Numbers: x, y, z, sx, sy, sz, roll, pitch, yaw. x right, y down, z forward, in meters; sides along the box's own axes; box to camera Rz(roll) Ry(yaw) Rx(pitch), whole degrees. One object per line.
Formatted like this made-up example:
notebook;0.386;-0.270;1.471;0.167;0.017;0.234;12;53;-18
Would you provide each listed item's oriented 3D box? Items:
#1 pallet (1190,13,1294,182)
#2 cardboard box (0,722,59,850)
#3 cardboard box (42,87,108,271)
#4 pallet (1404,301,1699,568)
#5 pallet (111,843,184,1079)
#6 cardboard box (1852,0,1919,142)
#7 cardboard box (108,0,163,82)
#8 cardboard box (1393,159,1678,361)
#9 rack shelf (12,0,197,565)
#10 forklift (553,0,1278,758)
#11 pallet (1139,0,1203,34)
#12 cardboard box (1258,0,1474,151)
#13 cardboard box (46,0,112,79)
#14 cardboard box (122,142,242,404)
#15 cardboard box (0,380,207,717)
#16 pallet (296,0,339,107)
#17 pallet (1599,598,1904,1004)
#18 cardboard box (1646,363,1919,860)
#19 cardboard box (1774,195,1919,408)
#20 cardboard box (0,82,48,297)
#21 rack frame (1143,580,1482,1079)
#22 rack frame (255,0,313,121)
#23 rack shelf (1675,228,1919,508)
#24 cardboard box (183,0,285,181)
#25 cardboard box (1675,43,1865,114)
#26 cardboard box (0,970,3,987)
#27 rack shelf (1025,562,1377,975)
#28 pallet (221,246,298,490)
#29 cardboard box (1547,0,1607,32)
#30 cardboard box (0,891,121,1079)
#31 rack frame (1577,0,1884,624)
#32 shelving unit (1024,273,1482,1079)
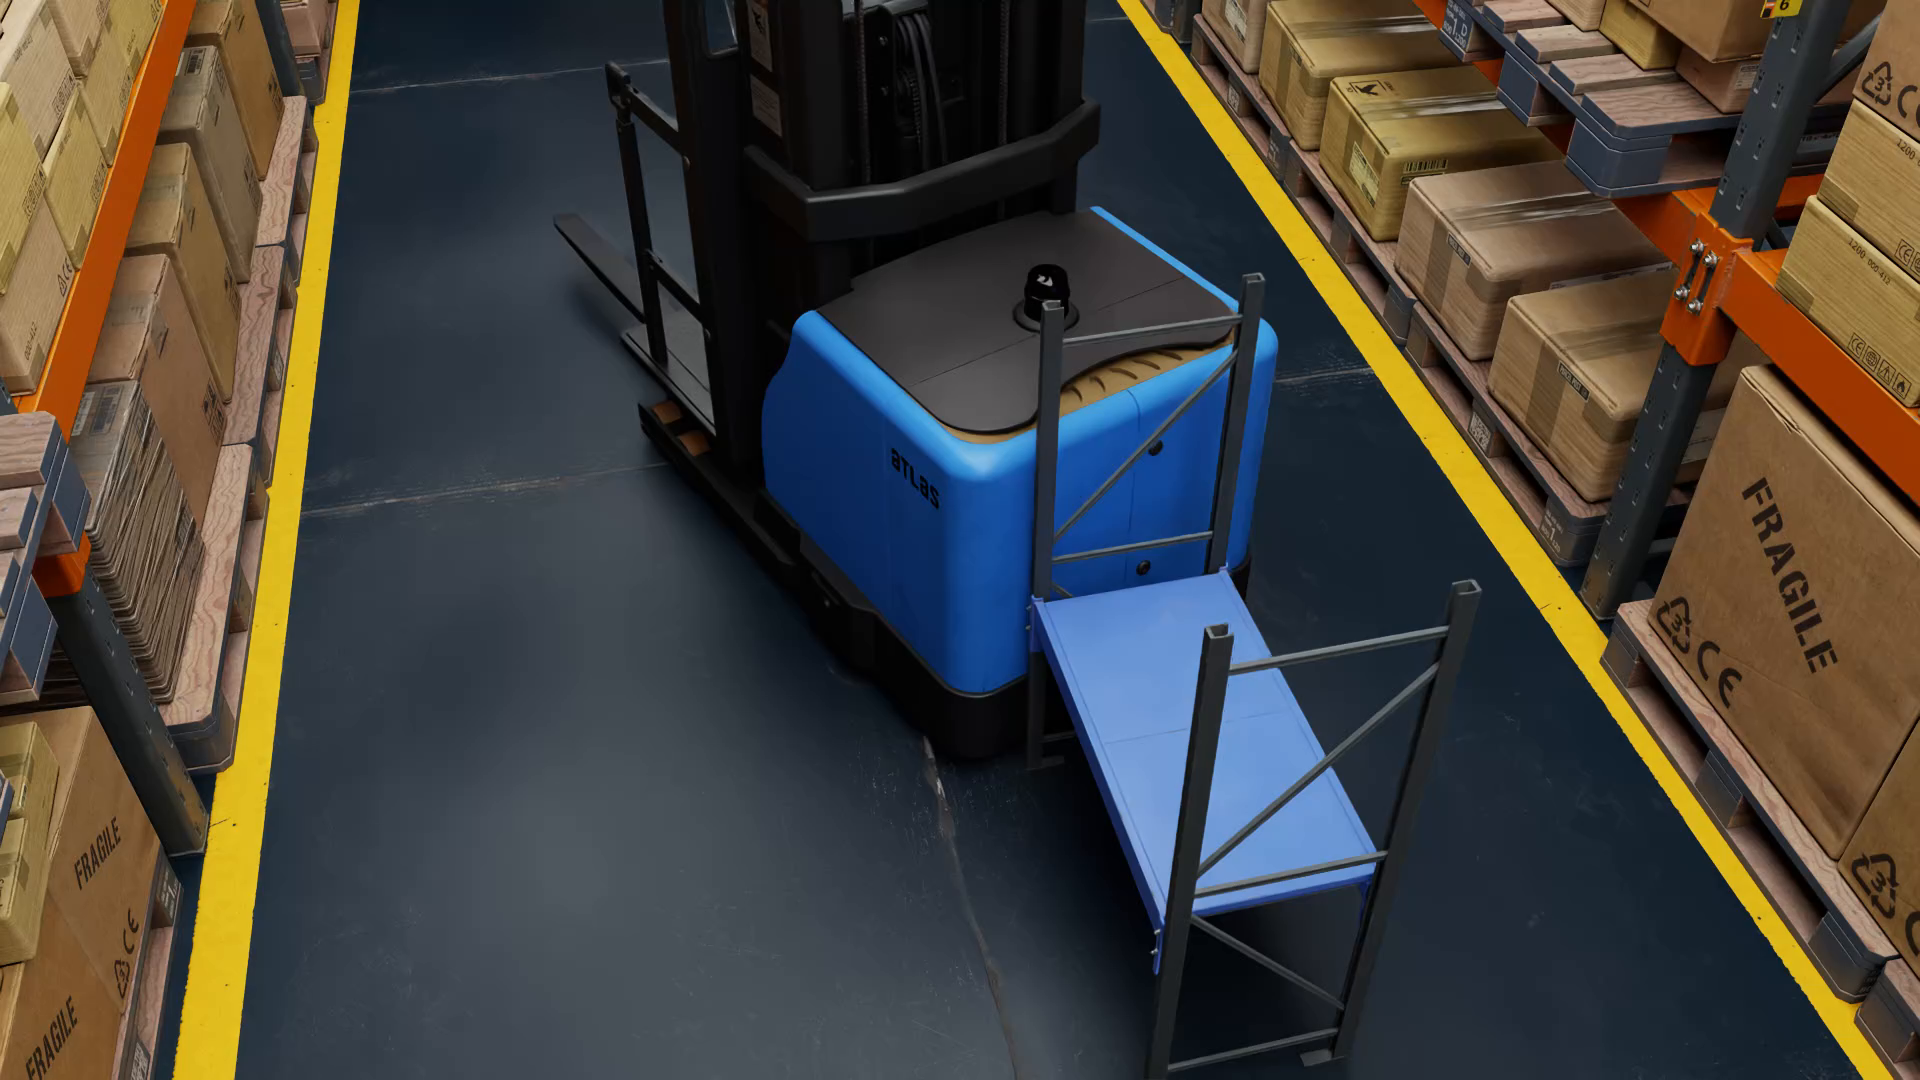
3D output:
pallet;1.686;-2.030;7.378;1.003;0.211;1.213;-8;42;-9
cardboard box;-2.112;0.548;3.451;0.380;0.149;0.250;-10;43;-11
cardboard box;-2.427;-0.864;4.077;0.500;0.250;0.500;-9;42;-10
pallet;2.213;-0.448;5.596;1.003;0.211;1.213;-8;42;-9
pallet;-2.342;1.261;3.670;1.003;0.211;1.213;-8;42;-9
cardboard box;2.248;-1.041;3.335;0.500;0.500;0.500;-10;43;-11
cardboard box;-2.655;-1.534;4.831;0.500;0.250;0.500;-7;42;-8
cardboard box;2.101;-1.004;5.784;0.950;0.372;0.625;-9;42;-10
rack shelf;-2.898;-1.298;4.995;1.077;0.370;4.000;-8;42;-9
forklift;-0.412;-1.453;4.679;1.130;2.935;3.031;-24;47;-25
pallet;1.337;-2.965;8.431;1.003;0.211;1.213;-8;42;-9
cardboard box;1.791;-1.947;6.846;0.950;0.372;0.625;-6;42;-7
cardboard box;-2.525;-1.391;4.294;0.500;0.250;0.500;-9;42;-10
cardboard box;-2.881;-0.805;5.370;0.875;0.625;0.625;-10;43;-11
cardboard box;-2.587;0.054;4.402;0.875;0.625;0.625;-7;42;-8
pallet;-3.460;-2.342;7.730;1.003;0.211;1.213;-8;42;-9
pallet;2.477;0.580;4.437;1.003;0.211;1.213;-8;42;-9
cardboard box;2.448;0.113;4.148;0.875;0.875;0.875;-9;42;-10
cardboard box;2.240;-0.575;3.751;0.500;0.250;0.500;-9;42;-10
cardboard box;-2.299;-0.728;3.547;0.500;0.250;0.500;-8;42;-9
rack frame;0.662;0.679;3.356;0.500;1.500;0.032;-9;42;-10
rack frame;-3.329;-2.864;6.217;1.000;3.000;0.127;-8;42;-9
rack shelf;2.812;0.581;2.878;1.077;0.370;4.000;-8;42;-9
cardboard box;-3.206;-1.796;6.486;0.875;0.625;0.625;-7;42;-7
cardboard box;2.079;-1.226;4.245;0.380;0.149;0.250;-7;42;-8
cardboard box;-2.009;0.898;3.057;0.380;0.149;0.250;-10;43;-11
rack shelf;0.542;0.485;3.845;0.538;0.185;1.000;-9;42;-10
pallet;-2.865;-0.557;5.718;1.003;0.211;1.213;-8;42;-9
cardboard box;1.853;-1.547;4.606;0.380;0.149;0.250;-9;42;-10
cardboard box;-2.067;1.076;3.345;0.500;0.500;0.500;-9;42;-10
rack frame;2.380;-0.985;4.100;1.000;3.000;0.127;-8;42;-9
shelving unit;0.542;0.351;3.725;0.538;1.500;1.048;-9;42;-10
